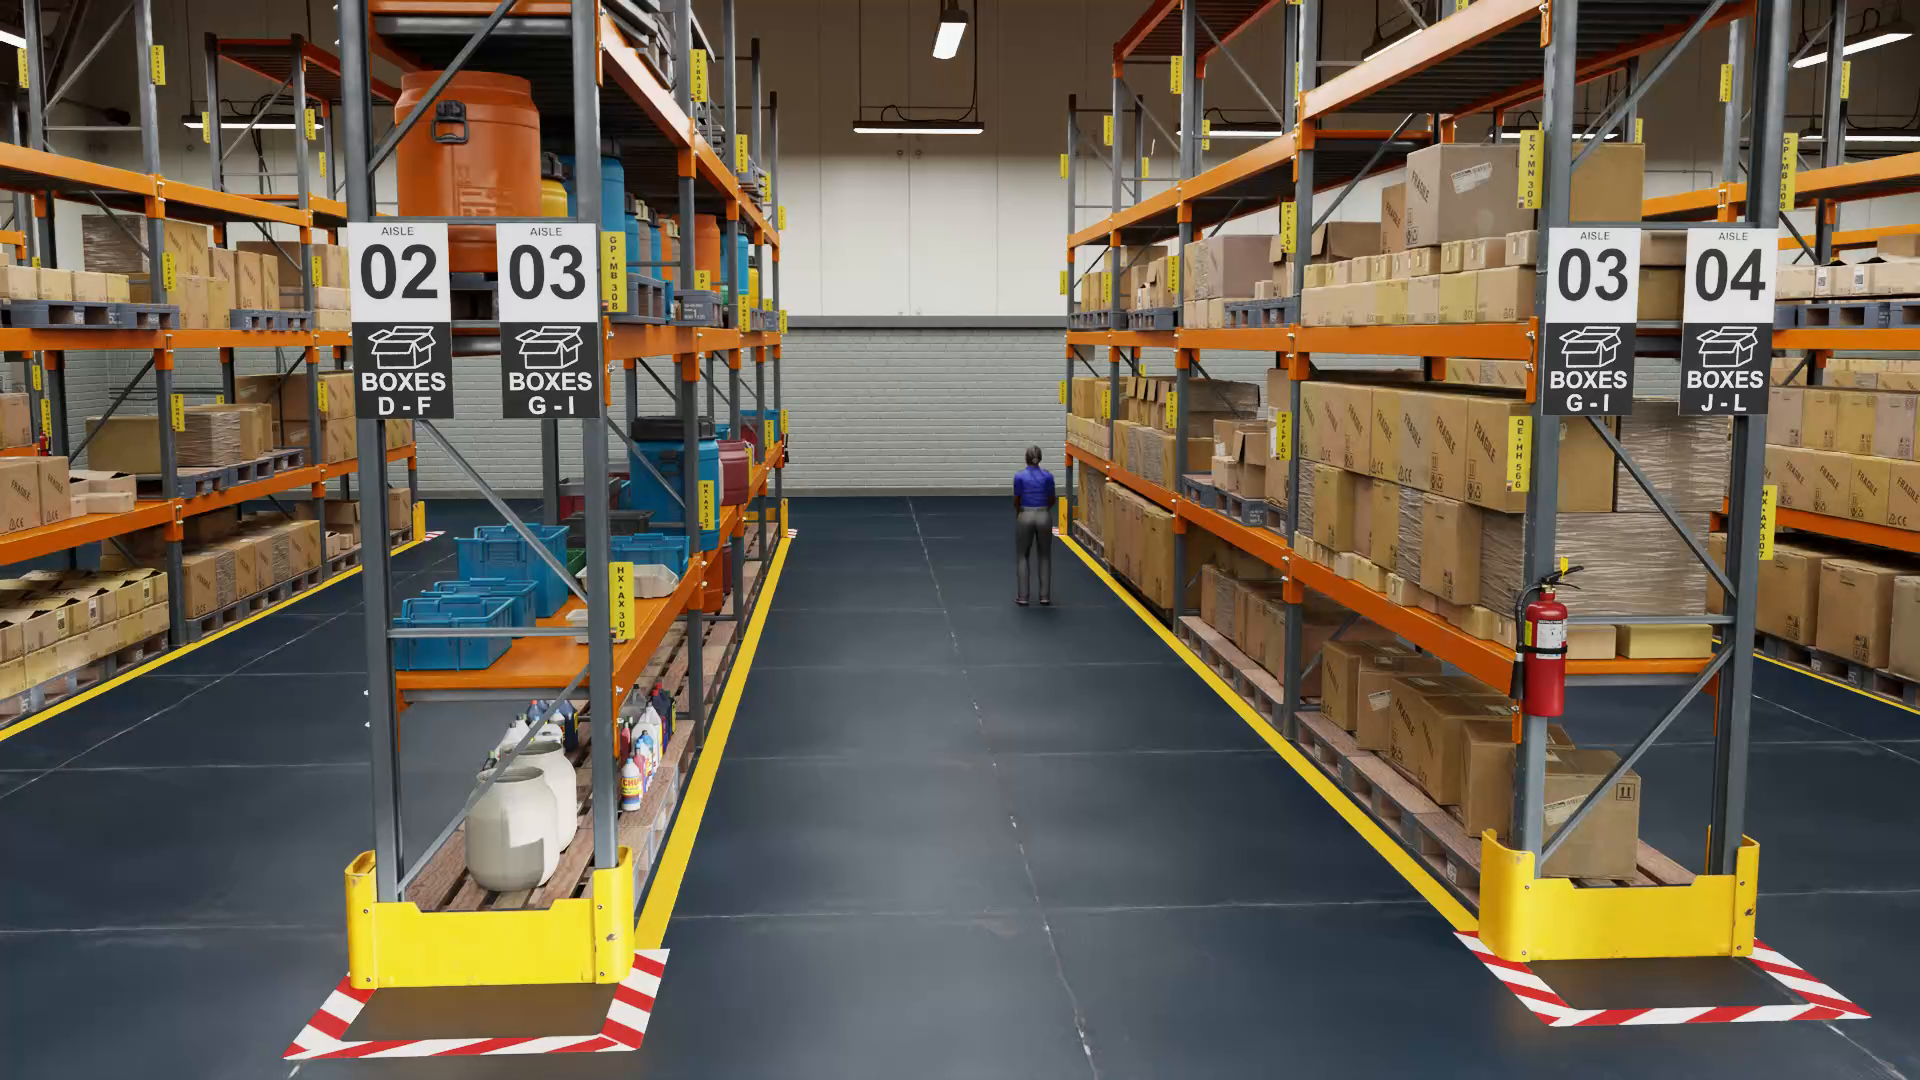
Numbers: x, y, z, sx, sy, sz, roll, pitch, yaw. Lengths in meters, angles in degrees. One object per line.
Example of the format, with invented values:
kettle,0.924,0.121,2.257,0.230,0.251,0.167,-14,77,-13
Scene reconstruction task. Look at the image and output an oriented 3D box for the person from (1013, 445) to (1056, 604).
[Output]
person,0.764,-0.168,17.193,0.451,1.648,0.522,0,7,-3
